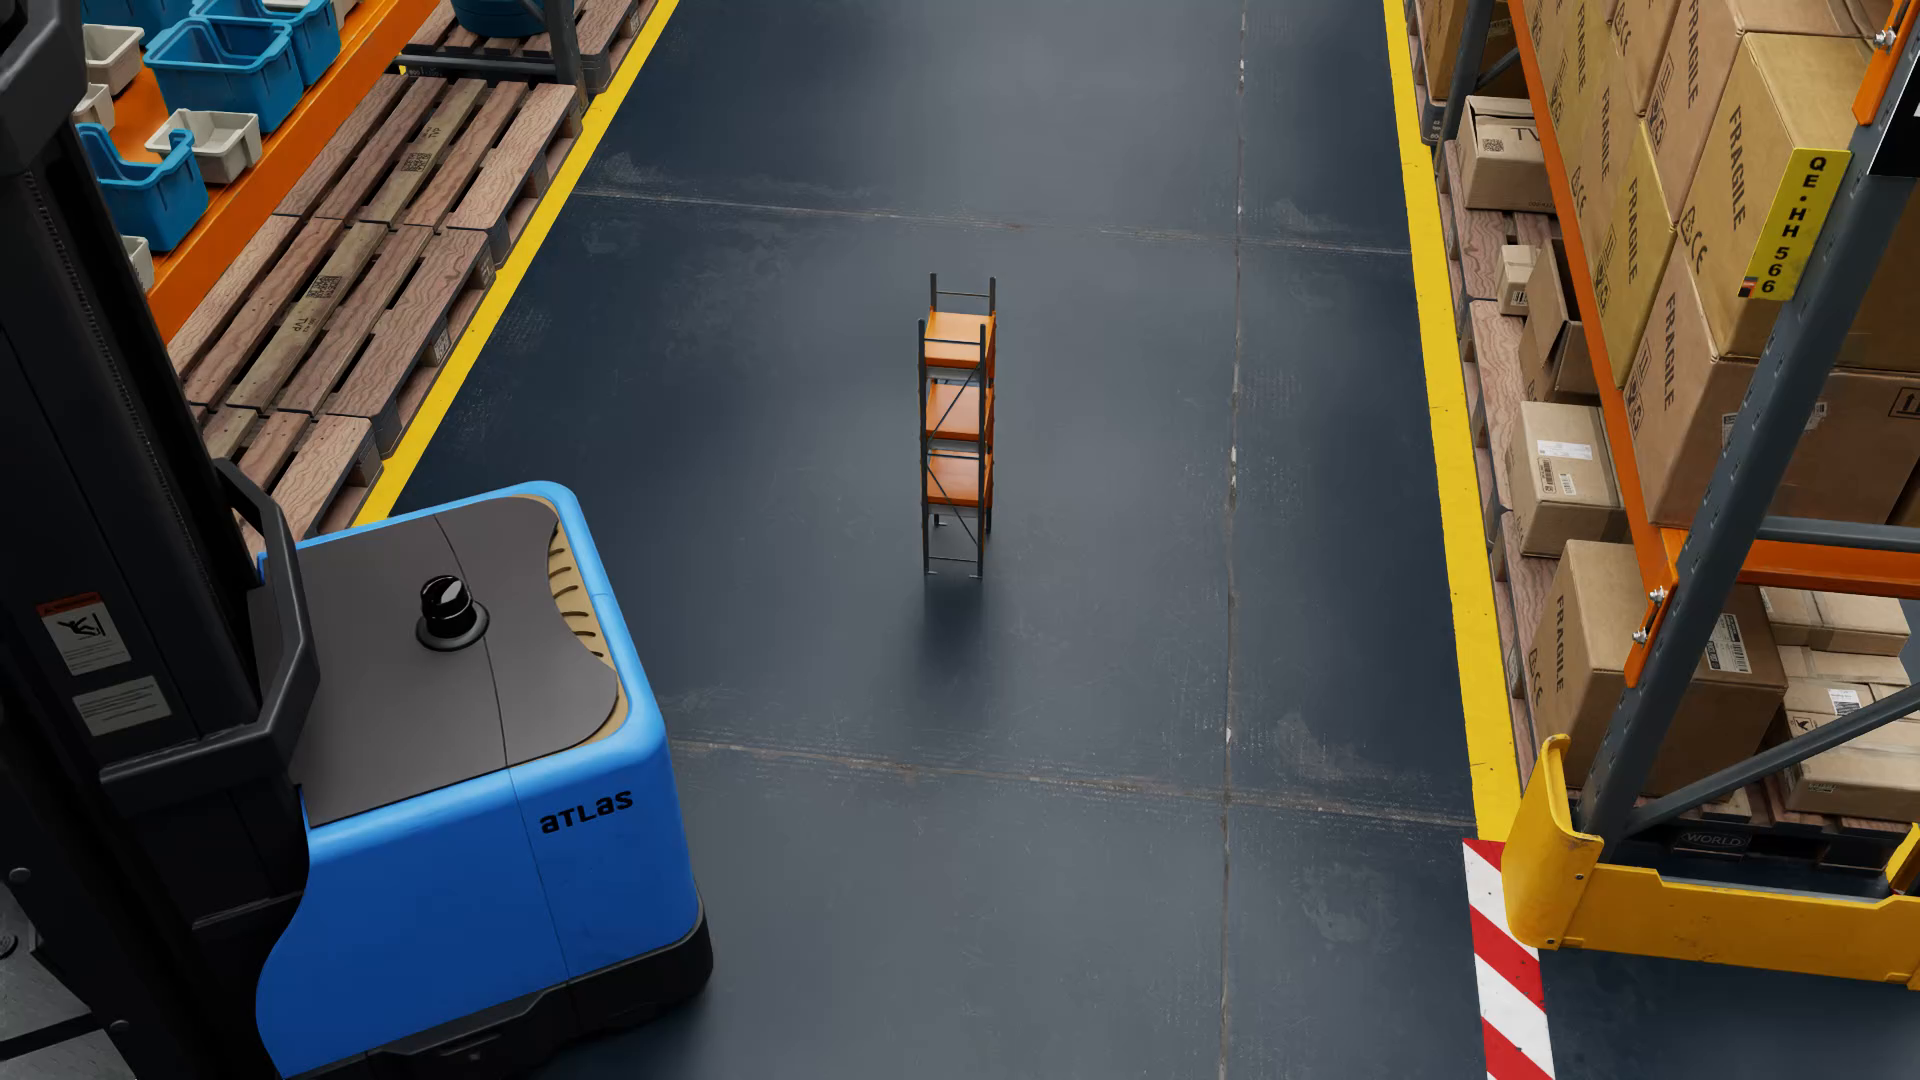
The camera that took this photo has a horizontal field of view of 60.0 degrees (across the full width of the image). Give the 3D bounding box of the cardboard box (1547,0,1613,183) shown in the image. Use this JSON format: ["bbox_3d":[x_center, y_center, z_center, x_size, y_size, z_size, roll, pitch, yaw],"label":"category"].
[{"bbox_3d":[2.100,-1.391,4.964,0.500,0.500,0.500,5,44,5],"label":"cardboard box"}]

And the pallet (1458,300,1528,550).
[{"bbox_3d":[2.385,-0.399,6.018,1.003,0.211,1.213,5,44,6],"label":"pallet"}]

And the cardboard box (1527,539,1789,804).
[{"bbox_3d":[1.935,0.367,4.678,0.500,0.500,0.500,5,44,6],"label":"cardboard box"}]

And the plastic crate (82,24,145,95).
[{"bbox_3d":[-2.788,-1.530,5.333,0.298,0.136,0.250,5,44,6],"label":"plastic crate"}]

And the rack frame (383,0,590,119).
[{"bbox_3d":[-2.273,-3.166,6.912,1.000,3.000,0.127,5,44,6],"label":"rack frame"}]

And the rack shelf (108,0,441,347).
[{"bbox_3d":[-2.538,-1.542,5.720,1.077,0.370,4.000,5,44,6],"label":"rack shelf"}]

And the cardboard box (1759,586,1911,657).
[{"bbox_3d":[2.526,0.166,5.073,0.500,0.250,0.500,5,44,6],"label":"cardboard box"}]

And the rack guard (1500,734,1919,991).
[{"bbox_3d":[2.117,0.868,4.469,1.175,0.500,0.348,5,44,6],"label":"rack guard"}]

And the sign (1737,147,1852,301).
[{"bbox_3d":[1.560,-0.587,3.116,0.100,0.325,0.005,5,44,6],"label":"sign"}]

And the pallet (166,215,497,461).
[{"bbox_3d":[-2.491,-0.815,6.458,1.003,0.211,1.213,5,44,6],"label":"pallet"}]

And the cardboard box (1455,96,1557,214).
[{"bbox_3d":[2.366,-1.631,6.926,0.500,0.311,0.500,5,44,6],"label":"cardboard box"}]

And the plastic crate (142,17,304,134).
[{"bbox_3d":[-2.269,-1.437,5.164,0.416,0.233,0.300,5,44,6],"label":"plastic crate"}]

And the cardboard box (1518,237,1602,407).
[{"bbox_3d":[2.393,-0.686,5.789,0.797,0.503,0.637,5,44,6],"label":"cardboard box"}]

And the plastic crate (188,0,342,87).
[{"bbox_3d":[-2.230,-1.642,5.380,0.416,0.233,0.300,5,44,6],"label":"plastic crate"}]

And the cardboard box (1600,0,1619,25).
[{"bbox_3d":[2.091,-1.763,4.631,0.500,0.500,0.500,6,44,7],"label":"cardboard box"}]

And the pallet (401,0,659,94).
[{"bbox_3d":[-2.130,-2.676,8.423,1.003,0.211,1.213,5,44,6],"label":"pallet"}]

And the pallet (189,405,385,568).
[{"bbox_3d":[-2.655,0.014,5.582,1.003,0.211,1.213,5,44,6],"label":"pallet"}]

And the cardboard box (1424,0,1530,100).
[{"bbox_3d":[2.417,-2.328,7.525,0.500,0.500,0.500,5,44,5],"label":"cardboard box"}]

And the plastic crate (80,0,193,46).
[{"bbox_3d":[-2.785,-1.824,5.573,0.416,0.233,0.300,5,44,6],"label":"plastic crate"}]

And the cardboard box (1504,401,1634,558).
[{"bbox_3d":[2.090,-0.187,5.445,0.500,0.250,0.500,5,44,6],"label":"cardboard box"}]

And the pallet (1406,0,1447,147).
[{"bbox_3d":[2.706,-2.259,7.982,1.003,0.211,1.213,5,44,6],"label":"pallet"}]

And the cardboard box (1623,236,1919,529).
[{"bbox_3d":[1.897,-0.354,3.869,0.500,0.500,0.500,6,44,7],"label":"cardboard box"}]

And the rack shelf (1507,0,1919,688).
[{"bbox_3d":[2.372,-1.089,5.242,1.077,0.370,4.000,5,44,6],"label":"rack shelf"}]

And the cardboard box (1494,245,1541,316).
[{"bbox_3d":[2.262,-0.988,6.352,0.380,0.166,0.250,5,44,6],"label":"cardboard box"}]

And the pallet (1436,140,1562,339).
[{"bbox_3d":[2.544,-1.233,6.899,1.003,0.211,1.213,5,44,6],"label":"pallet"}]

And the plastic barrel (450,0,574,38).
[{"bbox_3d":[-2.185,-2.926,7.879,0.600,0.901,0.708,5,44,6],"label":"plastic barrel"}]

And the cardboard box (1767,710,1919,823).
[{"bbox_3d":[2.503,0.634,4.653,0.380,0.149,0.250,5,44,6],"label":"cardboard box"}]

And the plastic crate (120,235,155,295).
[{"bbox_3d":[-2.319,-0.716,4.472,0.250,0.136,0.298,5,44,6],"label":"plastic crate"}]

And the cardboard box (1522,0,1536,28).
[{"bbox_3d":[2.234,-2.078,5.690,0.500,0.500,0.500,6,44,6],"label":"cardboard box"}]

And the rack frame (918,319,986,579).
[{"bbox_3d":[-0.023,-0.262,5.263,0.200,1.050,0.008,5,44,6],"label":"rack frame"}]

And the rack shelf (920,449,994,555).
[{"bbox_3d":[-0.007,-0.135,5.549,0.215,0.259,0.240,5,44,6],"label":"rack shelf"}]

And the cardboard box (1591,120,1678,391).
[{"bbox_3d":[1.962,-0.708,4.243,0.500,0.500,0.500,6,44,6],"label":"cardboard box"}]

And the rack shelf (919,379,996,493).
[{"bbox_3d":[-0.007,-0.337,5.358,0.215,0.259,0.240,5,44,6],"label":"rack shelf"}]

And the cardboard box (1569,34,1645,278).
[{"bbox_3d":[2.033,-1.047,4.602,0.500,0.500,0.500,6,44,6],"label":"cardboard box"}]

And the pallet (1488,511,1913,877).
[{"bbox_3d":[2.222,0.430,5.143,1.003,0.211,1.213,5,44,6],"label":"pallet"}]

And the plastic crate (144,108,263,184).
[{"bbox_3d":[-2.229,-1.178,4.961,0.250,0.136,0.298,5,44,6],"label":"plastic crate"}]

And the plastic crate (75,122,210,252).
[{"bbox_3d":[-2.356,-0.988,4.690,0.416,0.233,0.300,5,44,6],"label":"plastic crate"}]

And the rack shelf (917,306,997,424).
[{"bbox_3d":[-0.007,-0.543,5.163,0.215,0.259,0.240,5,44,6],"label":"rack shelf"}]

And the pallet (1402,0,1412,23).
[{"bbox_3d":[2.865,-3.093,8.863,1.003,0.211,1.213,5,44,6],"label":"pallet"}]

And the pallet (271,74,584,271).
[{"bbox_3d":[-2.332,-1.649,7.338,1.003,0.211,1.213,5,44,6],"label":"pallet"}]

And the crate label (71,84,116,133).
[{"bbox_3d":[-2.809,-1.327,5.118,0.396,0.136,0.243,5,44,6],"label":"crate label"}]

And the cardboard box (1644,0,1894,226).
[{"bbox_3d":[1.959,-1.060,3.887,0.500,0.500,0.500,6,44,7],"label":"cardboard box"}]

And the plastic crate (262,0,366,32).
[{"bbox_3d":[-2.206,-1.878,5.700,0.293,0.136,0.466,5,44,6],"label":"plastic crate"}]

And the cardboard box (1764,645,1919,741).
[{"bbox_3d":[2.536,0.457,4.826,0.380,0.166,0.250,5,44,6],"label":"cardboard box"}]

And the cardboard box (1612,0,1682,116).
[{"bbox_3d":[2.023,-1.413,4.261,0.500,0.500,0.500,6,44,7],"label":"cardboard box"}]

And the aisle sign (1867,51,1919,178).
[{"bbox_3d":[1.794,-0.913,2.642,0.394,0.787,0.004,5,44,6],"label":"aisle sign"}]

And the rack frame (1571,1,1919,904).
[{"bbox_3d":[2.107,0.012,3.555,1.000,3.000,0.127,5,44,6],"label":"rack frame"}]

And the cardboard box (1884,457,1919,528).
[{"bbox_3d":[2.427,-0.302,3.815,0.500,0.500,0.500,6,44,6],"label":"cardboard box"}]

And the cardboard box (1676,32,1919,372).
[{"bbox_3d":[1.893,-0.715,3.524,0.500,0.500,0.500,5,44,5],"label":"cardboard box"}]

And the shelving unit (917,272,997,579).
[{"bbox_3d":[-0.007,-0.345,5.351,0.215,1.050,0.252,5,44,6],"label":"shelving unit"}]

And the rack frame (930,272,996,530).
[{"bbox_3d":[0.009,-0.428,5.438,0.200,1.050,0.008,5,44,6],"label":"rack frame"}]

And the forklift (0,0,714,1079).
[{"bbox_3d":[-2.225,0.242,3.363,3.031,2.935,1.130,-16,46,-17],"label":"forklift"}]

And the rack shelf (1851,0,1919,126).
[{"bbox_3d":[2.372,-2.179,4.211,1.077,0.370,4.000,5,44,6],"label":"rack shelf"}]

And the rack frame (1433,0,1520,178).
[{"bbox_3d":[2.636,-2.714,6.434,1.000,3.000,0.127,5,44,6],"label":"rack frame"}]

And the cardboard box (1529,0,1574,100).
[{"bbox_3d":[2.166,-1.737,5.330,0.500,0.500,0.500,5,44,5],"label":"cardboard box"}]

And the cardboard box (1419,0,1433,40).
[{"bbox_3d":[2.491,-2.664,7.880,0.500,0.500,0.500,5,44,6],"label":"cardboard box"}]
